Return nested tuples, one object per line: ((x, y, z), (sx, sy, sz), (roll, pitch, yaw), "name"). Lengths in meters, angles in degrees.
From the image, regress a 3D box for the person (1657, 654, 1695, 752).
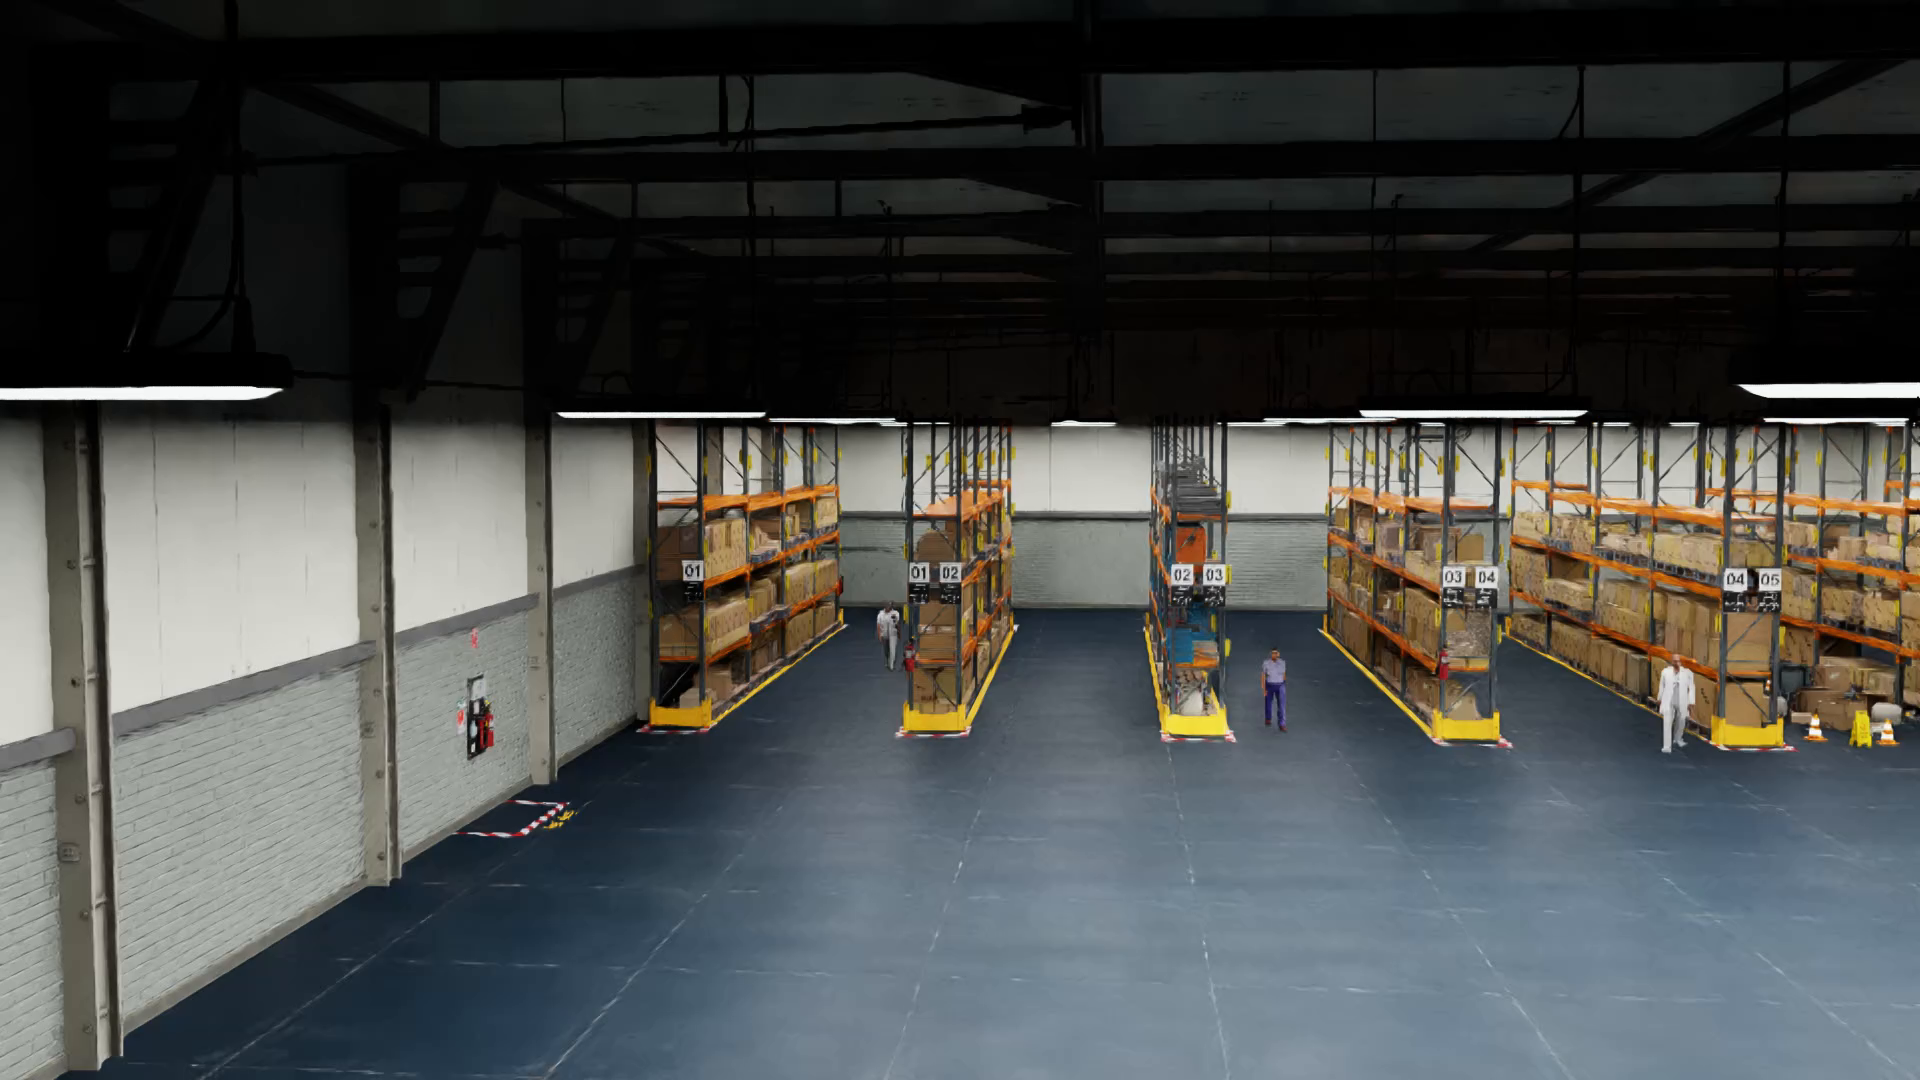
((12.699, 2.869, 29.487), (0.616, 1.734, 1.015), (1, 4, 21), "person")

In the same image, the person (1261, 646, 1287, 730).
((5.970, 2.797, 31.639), (0.479, 1.567, 1.090), (0, 4, 7), "person")

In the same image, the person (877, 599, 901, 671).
((-1.698, 2.221, 39.365), (0.542, 1.672, 1.126), (0, 4, 7), "person")
